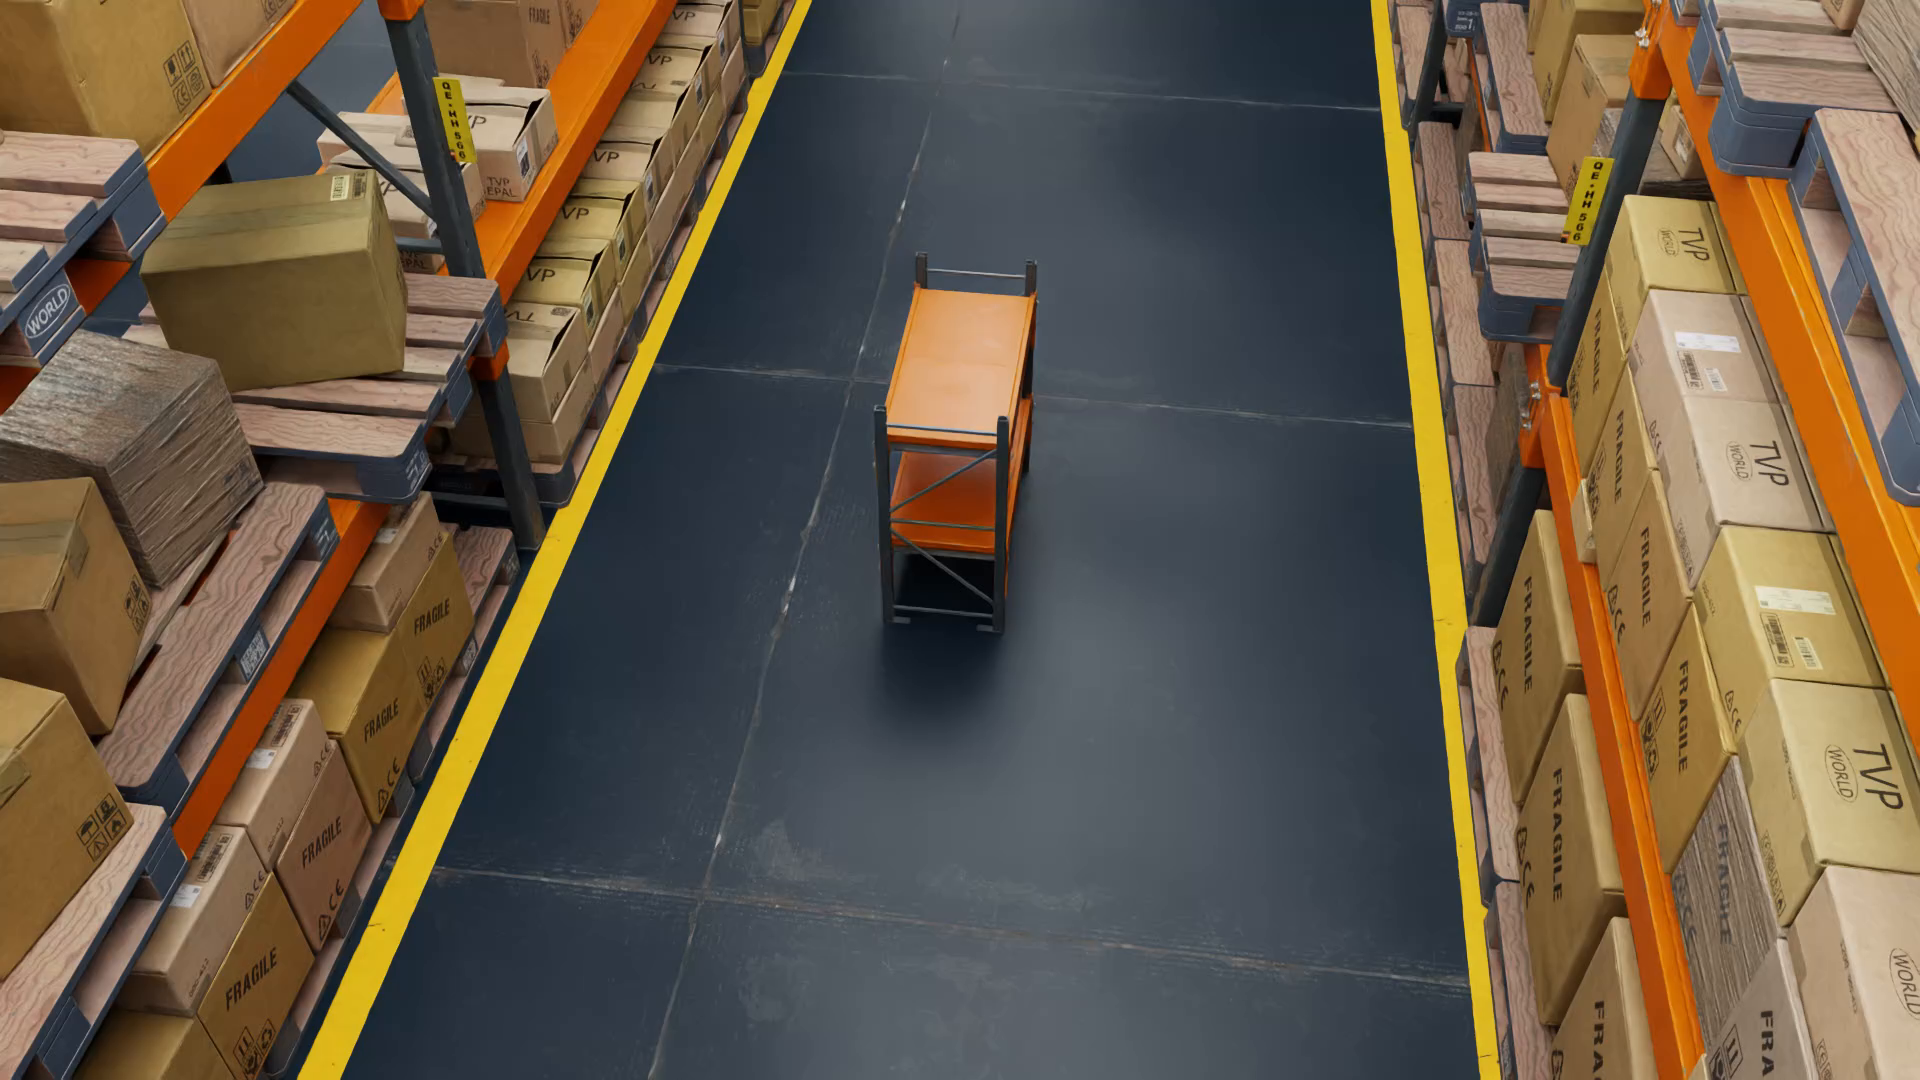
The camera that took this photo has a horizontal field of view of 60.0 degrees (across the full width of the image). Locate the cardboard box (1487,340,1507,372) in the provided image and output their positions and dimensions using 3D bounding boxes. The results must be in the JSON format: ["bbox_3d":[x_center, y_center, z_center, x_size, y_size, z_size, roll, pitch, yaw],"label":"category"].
[{"bbox_3d":[2.862,-1.104,7.732,0.700,0.500,0.500,5,44,5],"label":"cardboard box"}]

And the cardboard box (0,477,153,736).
[{"bbox_3d":[-2.669,0.205,4.474,0.700,0.500,0.500,-5,44,-5],"label":"cardboard box"}]

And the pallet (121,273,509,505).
[{"bbox_3d":[-2.333,-0.585,5.825,1.213,0.211,1.003,5,44,6],"label":"pallet"}]

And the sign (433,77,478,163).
[{"bbox_3d":[-1.774,-1.471,5.838,0.100,0.325,0.005,5,44,6],"label":"sign"}]

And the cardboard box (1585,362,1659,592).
[{"bbox_3d":[2.201,-0.163,4.936,0.500,0.500,0.500,7,44,7],"label":"cardboard box"}]

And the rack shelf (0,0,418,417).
[{"bbox_3d":[-2.577,-0.588,4.030,1.077,0.370,4.000,5,44,6],"label":"rack shelf"}]

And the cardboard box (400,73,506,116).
[{"bbox_3d":[-2.200,-1.906,7.264,0.380,0.149,0.250,8,44,9],"label":"cardboard box"}]

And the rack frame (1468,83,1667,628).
[{"bbox_3d":[2.598,-0.675,5.781,1.000,3.000,0.127,5,44,6],"label":"rack frame"}]

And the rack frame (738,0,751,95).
[{"bbox_3d":[-1.784,-3.849,9.133,1.000,3.000,0.127,5,44,6],"label":"rack frame"}]

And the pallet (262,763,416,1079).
[{"bbox_3d":[-2.613,1.224,5.803,1.003,0.211,1.213,5,44,6],"label":"pallet"}]

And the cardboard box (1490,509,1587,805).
[{"bbox_3d":[2.370,0.442,5.859,0.750,0.750,0.750,5,44,5],"label":"cardboard box"}]

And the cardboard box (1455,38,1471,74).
[{"bbox_3d":[3.168,-2.899,9.871,0.380,0.166,0.250,0,43,0],"label":"cardboard box"}]

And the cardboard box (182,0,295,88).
[{"bbox_3d":[-2.405,-1.600,4.504,0.910,0.500,0.500,5,44,6],"label":"cardboard box"}]

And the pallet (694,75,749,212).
[{"bbox_3d":[-1.843,-2.330,9.558,1.003,0.211,1.213,5,44,6],"label":"pallet"}]

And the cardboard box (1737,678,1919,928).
[{"bbox_3d":[2.022,0.591,3.596,0.500,0.250,0.500,6,44,6],"label":"cardboard box"}]

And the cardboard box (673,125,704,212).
[{"bbox_3d":[-1.687,-2.000,8.876,0.500,0.250,0.500,6,44,6],"label":"cardboard box"}]

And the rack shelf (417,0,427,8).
[{"bbox_3d":[-2.049,-3.314,6.909,1.077,0.370,4.000,5,44,6],"label":"rack shelf"}]

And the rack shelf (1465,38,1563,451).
[{"bbox_3d":[2.862,-1.777,7.468,1.077,0.370,4.000,5,44,6],"label":"rack shelf"}]

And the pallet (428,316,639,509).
[{"bbox_3d":[-2.165,-0.668,7.801,1.003,0.211,1.213,5,44,6],"label":"pallet"}]

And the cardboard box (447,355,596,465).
[{"bbox_3d":[-1.953,-0.607,7.404,0.500,0.250,0.500,5,44,5],"label":"cardboard box"}]

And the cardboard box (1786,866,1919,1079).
[{"bbox_3d":[1.954,0.938,3.229,0.500,0.250,0.500,6,44,6],"label":"cardboard box"}]

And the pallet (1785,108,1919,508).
[{"bbox_3d":[2.420,-0.489,3.541,1.003,0.211,1.213,7,44,7],"label":"pallet"}]

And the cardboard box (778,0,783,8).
[{"bbox_3d":[-1.351,-3.631,10.598,0.500,0.250,0.500,5,44,6],"label":"cardboard box"}]

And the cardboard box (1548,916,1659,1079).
[{"bbox_3d":[2.141,1.618,4.617,0.750,0.750,0.750,6,44,7],"label":"cardboard box"}]

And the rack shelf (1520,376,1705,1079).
[{"bbox_3d":[2.333,0.949,4.589,1.077,0.370,4.000,5,44,6],"label":"rack shelf"}]

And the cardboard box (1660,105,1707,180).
[{"bbox_3d":[2.614,-1.344,5.624,0.380,0.149,0.250,0,43,0],"label":"cardboard box"}]

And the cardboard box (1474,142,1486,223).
[{"bbox_3d":[3.027,-1.793,8.460,0.700,0.500,0.500,4,44,5],"label":"cardboard box"}]

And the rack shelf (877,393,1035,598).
[{"bbox_3d":[-0.001,-0.226,7.026,0.538,0.278,1.000,5,44,6],"label":"rack shelf"}]

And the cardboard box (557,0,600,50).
[{"bbox_3d":[-2.038,-2.663,7.808,0.500,0.500,0.500,5,44,6],"label":"cardboard box"}]

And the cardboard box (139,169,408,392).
[{"bbox_3d":[-2.284,-0.872,5.611,0.700,0.500,0.500,-8,44,-9],"label":"cardboard box"}]

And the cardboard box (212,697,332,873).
[{"bbox_3d":[-2.338,0.748,5.231,0.500,0.250,0.500,4,44,5],"label":"cardboard box"}]

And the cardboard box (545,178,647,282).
[{"bbox_3d":[-1.822,-1.517,7.957,0.500,0.311,0.500,4,44,4],"label":"cardboard box"}]

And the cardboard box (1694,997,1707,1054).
[{"bbox_3d":[1.997,1.187,3.983,0.380,0.149,0.250,5,44,6],"label":"cardboard box"}]

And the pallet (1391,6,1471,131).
[{"bbox_3d":[3.180,-2.849,10.106,1.003,0.211,1.213,5,44,6],"label":"pallet"}]

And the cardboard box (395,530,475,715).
[{"bbox_3d":[-2.204,0.284,6.266,0.500,0.500,0.500,7,44,7],"label":"cardboard box"}]

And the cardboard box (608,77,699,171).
[{"bbox_3d":[-1.684,-2.209,8.688,0.500,0.311,0.500,5,44,5],"label":"cardboard box"}]

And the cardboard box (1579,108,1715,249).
[{"bbox_3d":[2.650,-1.192,5.935,0.700,0.500,0.500,1,43,1],"label":"cardboard box"}]

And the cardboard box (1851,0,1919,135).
[{"bbox_3d":[2.573,-1.259,3.823,0.700,0.500,0.500,3,44,3],"label":"cardboard box"}]

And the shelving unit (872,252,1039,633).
[{"bbox_3d":[-0.001,-0.404,6.858,0.538,1.125,1.048,5,44,6],"label":"shelving unit"}]

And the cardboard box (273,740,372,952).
[{"bbox_3d":[-2.336,0.995,5.516,0.500,0.500,0.500,4,44,4],"label":"cardboard box"}]

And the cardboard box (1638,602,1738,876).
[{"bbox_3d":[2.074,0.531,4.204,0.500,0.500,0.500,6,44,7],"label":"cardboard box"}]

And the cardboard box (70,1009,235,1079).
[{"bbox_3d":[-2.477,1.679,4.793,0.500,0.500,0.500,6,44,6],"label":"cardboard box"}]

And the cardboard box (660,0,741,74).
[{"bbox_3d":[-1.553,-2.904,9.422,0.500,0.311,0.500,5,44,6],"label":"cardboard box"}]

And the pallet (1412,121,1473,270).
[{"bbox_3d":[3.025,-1.858,9.058,1.003,0.211,1.213,5,44,6],"label":"pallet"}]

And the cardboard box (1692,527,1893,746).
[{"bbox_3d":[2.088,0.243,3.962,0.500,0.250,0.500,4,44,5],"label":"cardboard box"}]

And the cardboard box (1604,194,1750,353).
[{"bbox_3d":[2.278,-0.793,5.057,0.500,0.250,0.500,6,44,7],"label":"cardboard box"}]

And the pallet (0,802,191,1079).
[{"bbox_3d":[-2.628,1.139,4.006,1.003,0.211,1.213,5,44,6],"label":"pallet"}]

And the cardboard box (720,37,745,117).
[{"bbox_3d":[-1.552,-2.694,9.608,0.500,0.250,0.500,5,44,5],"label":"cardboard box"}]

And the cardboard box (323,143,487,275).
[{"bbox_3d":[-2.222,-1.334,6.542,0.500,0.311,0.500,8,44,8],"label":"cardboard box"}]

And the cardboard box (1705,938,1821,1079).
[{"bbox_3d":[1.938,1.214,3.483,0.500,0.500,0.500,6,44,6],"label":"cardboard box"}]

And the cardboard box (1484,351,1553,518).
[{"bbox_3d":[2.641,-0.422,7.012,0.700,0.500,0.500,6,44,6],"label":"cardboard box"}]

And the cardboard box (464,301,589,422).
[{"bbox_3d":[-1.953,-0.811,7.211,0.500,0.311,0.500,7,44,7],"label":"cardboard box"}]

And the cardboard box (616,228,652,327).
[{"bbox_3d":[-1.824,-1.304,8.140,0.500,0.250,0.500,4,44,4],"label":"cardboard box"}]

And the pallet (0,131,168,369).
[{"bbox_3d":[-2.552,-0.563,3.618,1.213,0.211,1.003,5,44,6],"label":"pallet"}]

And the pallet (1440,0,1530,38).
[{"bbox_3d":[2.881,-2.824,8.190,1.003,0.211,1.213,5,44,6],"label":"pallet"}]

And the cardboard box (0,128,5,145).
[{"bbox_3d":[-2.529,-0.957,3.446,0.600,0.600,0.600,4,44,4],"label":"cardboard box"}]

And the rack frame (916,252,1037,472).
[{"bbox_3d":[0.066,-0.750,7.224,0.500,1.125,0.032,5,44,6],"label":"rack frame"}]

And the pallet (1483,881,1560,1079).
[{"bbox_3d":[2.255,1.697,5.304,1.003,0.211,1.213,5,44,6],"label":"pallet"}]

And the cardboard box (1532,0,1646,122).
[{"bbox_3d":[2.793,-2.043,6.834,0.700,0.500,0.500,5,44,6],"label":"cardboard box"}]

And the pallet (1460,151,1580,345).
[{"bbox_3d":[2.586,-1.101,6.370,1.213,0.211,1.003,5,44,6],"label":"pallet"}]
